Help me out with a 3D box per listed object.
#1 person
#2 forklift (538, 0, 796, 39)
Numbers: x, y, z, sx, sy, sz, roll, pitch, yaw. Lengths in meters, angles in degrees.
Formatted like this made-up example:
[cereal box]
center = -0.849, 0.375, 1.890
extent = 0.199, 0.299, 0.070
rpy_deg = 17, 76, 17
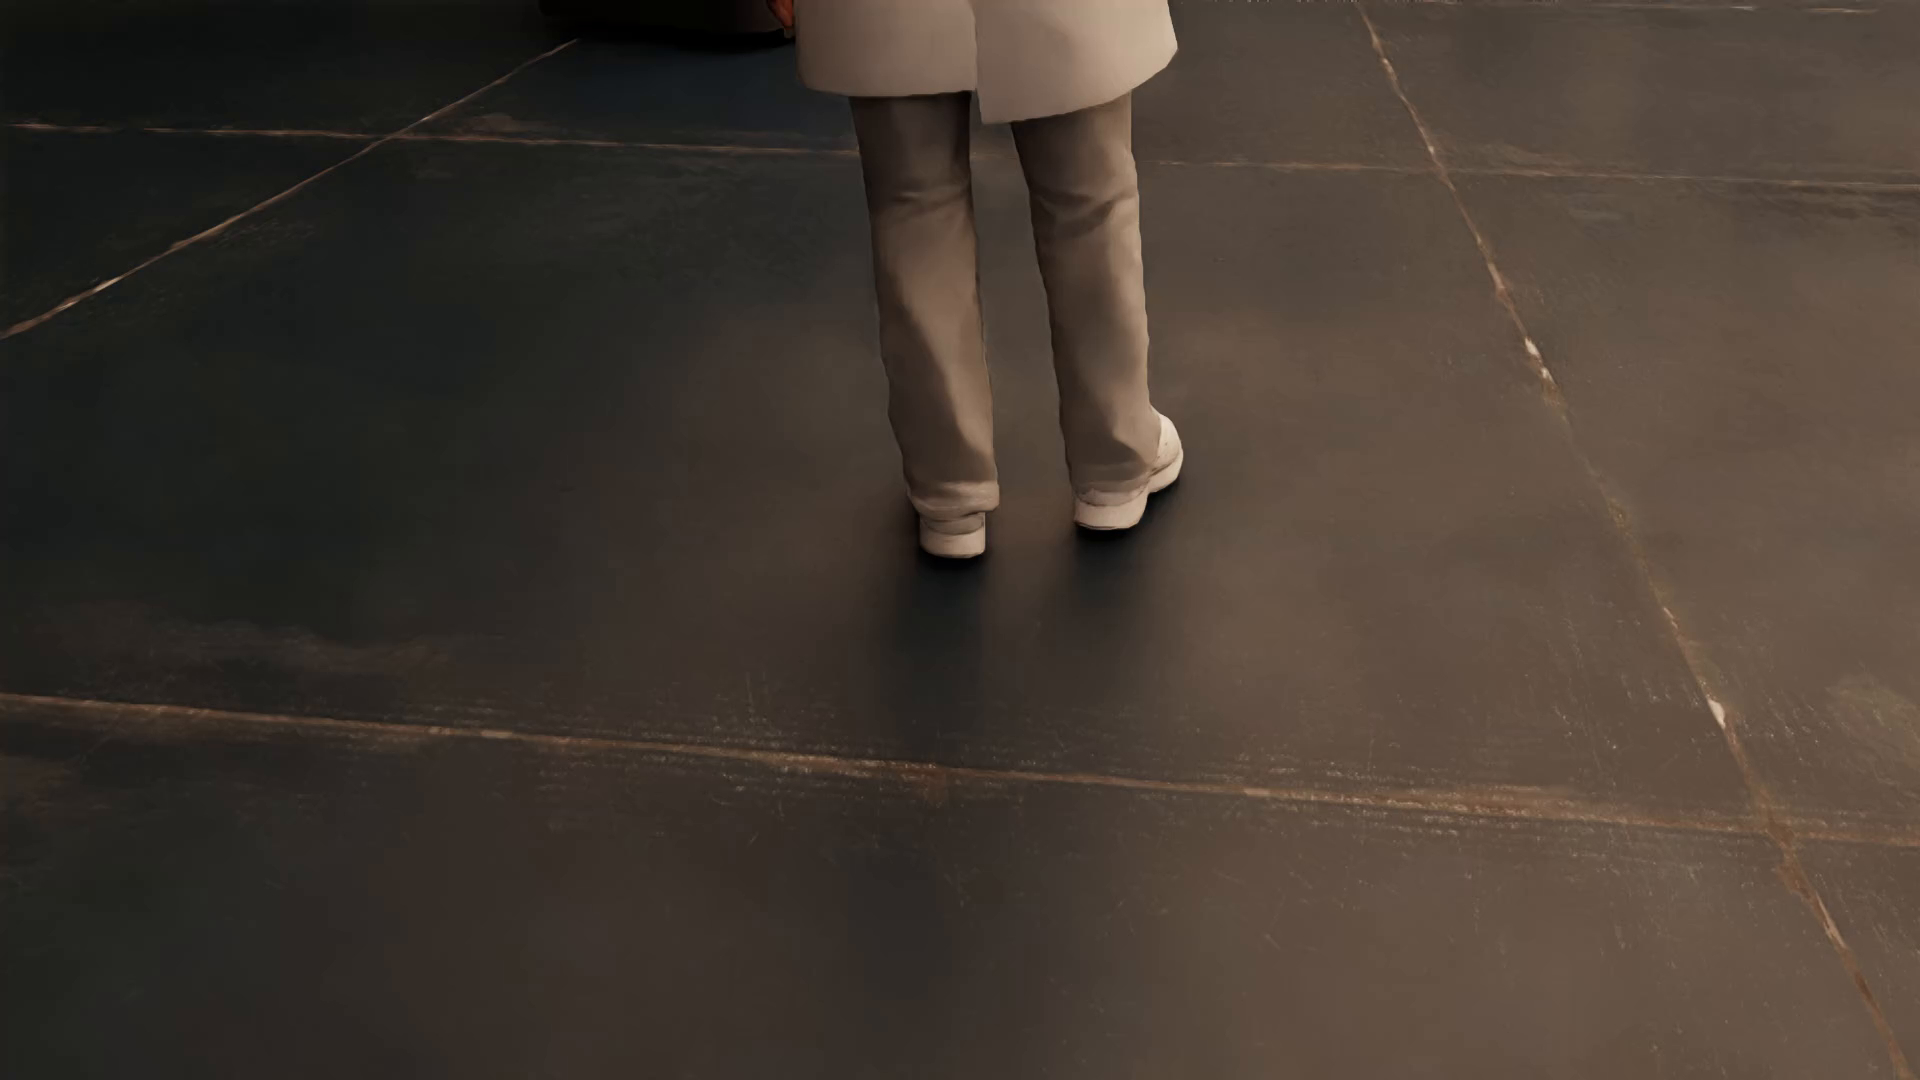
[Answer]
[person]
center = 0.017, -0.842, 2.180
extent = 0.694, 1.776, 0.579
rpy_deg = 3, 27, 7
[forklift]
center = -0.497, -3.764, 6.761
extent = 1.130, 2.935, 3.031
rpy_deg = 13, 29, 24
